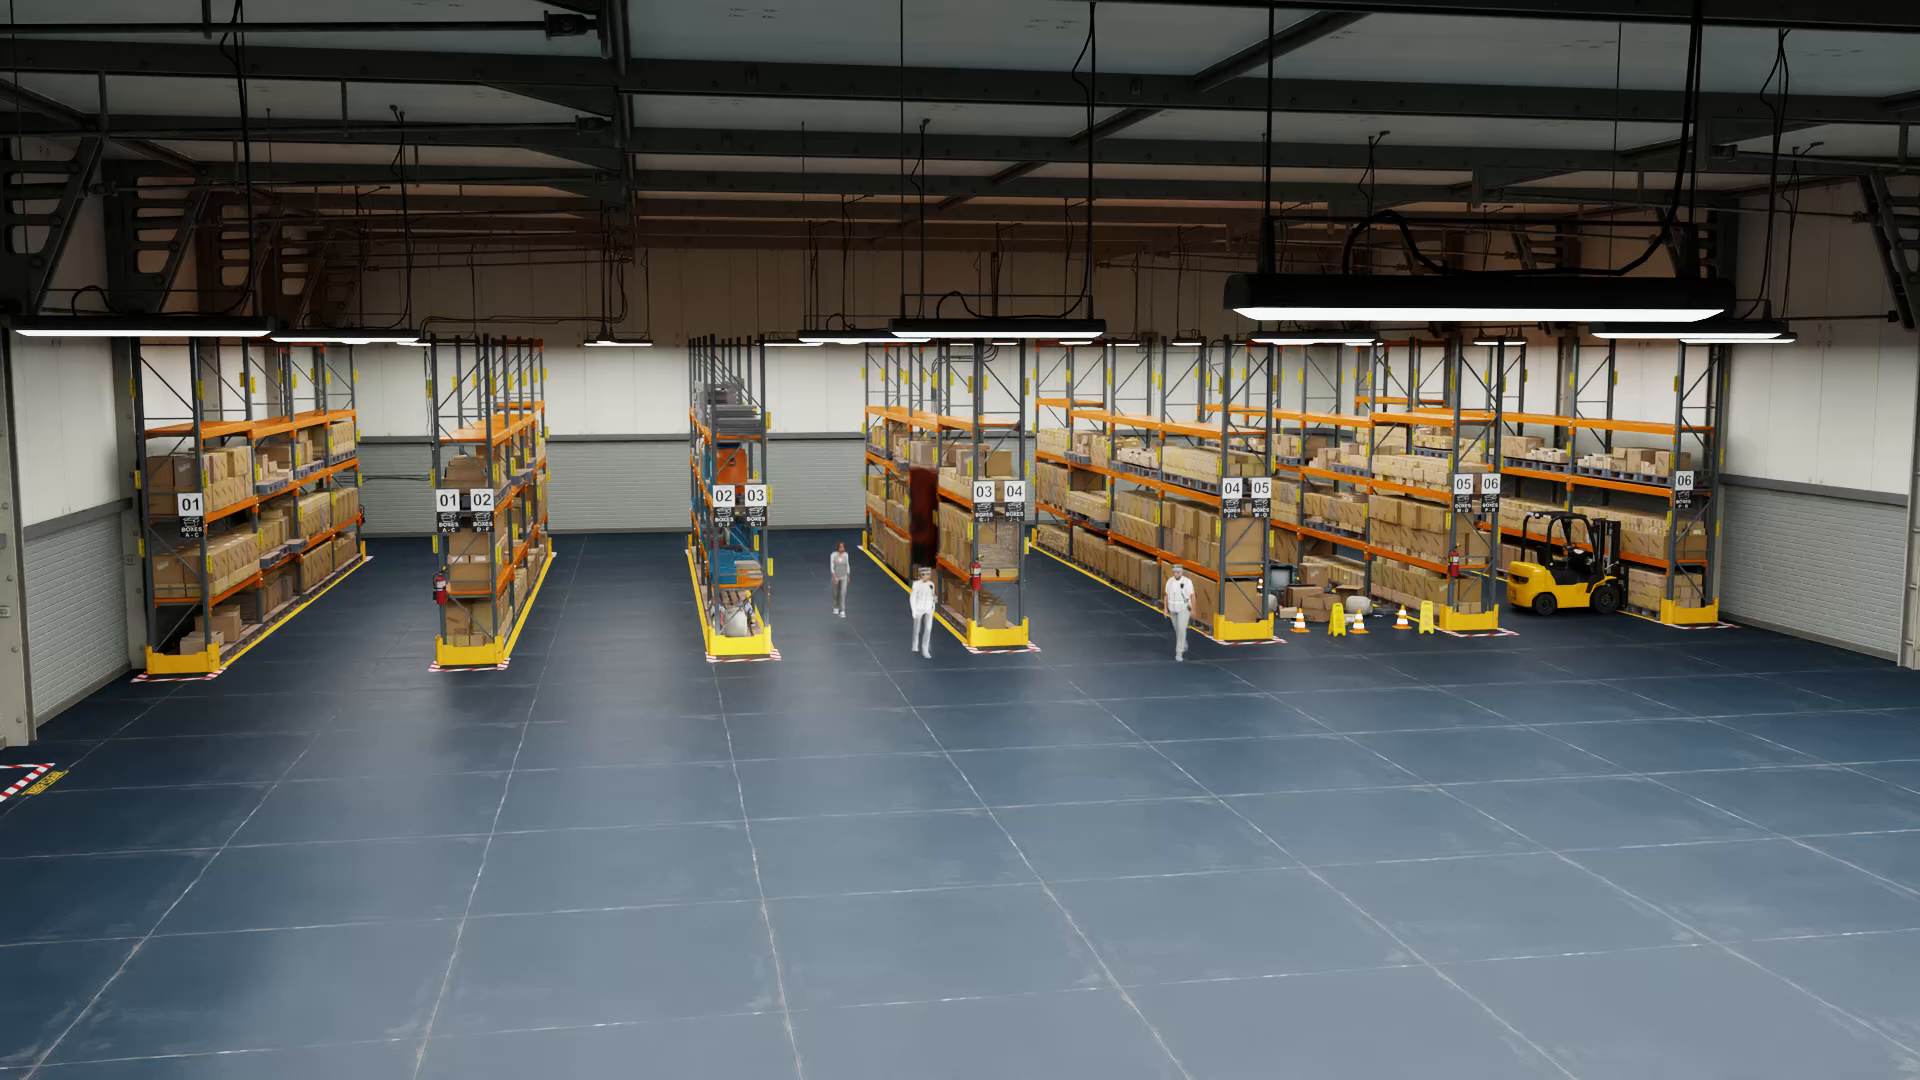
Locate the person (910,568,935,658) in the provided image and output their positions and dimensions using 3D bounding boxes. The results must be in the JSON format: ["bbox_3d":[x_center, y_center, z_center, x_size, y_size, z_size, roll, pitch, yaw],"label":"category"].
[{"bbox_3d":[-0.687,1.346,31.260,0.562,1.678,0.732,-3,7,-24],"label":"person"}]

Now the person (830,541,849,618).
[{"bbox_3d":[-2.441,0.793,33.877,0.401,1.545,0.967,-1,7,-9],"label":"person"}]

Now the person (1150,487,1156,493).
[{"bbox_3d":[5.676,-0.742,48.766,0.601,1.801,0.583,2,7,13],"label":"person"}]

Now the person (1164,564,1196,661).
[{"bbox_3d":[4.074,1.310,30.997,0.579,1.736,0.863,5,8,39],"label":"person"}]
